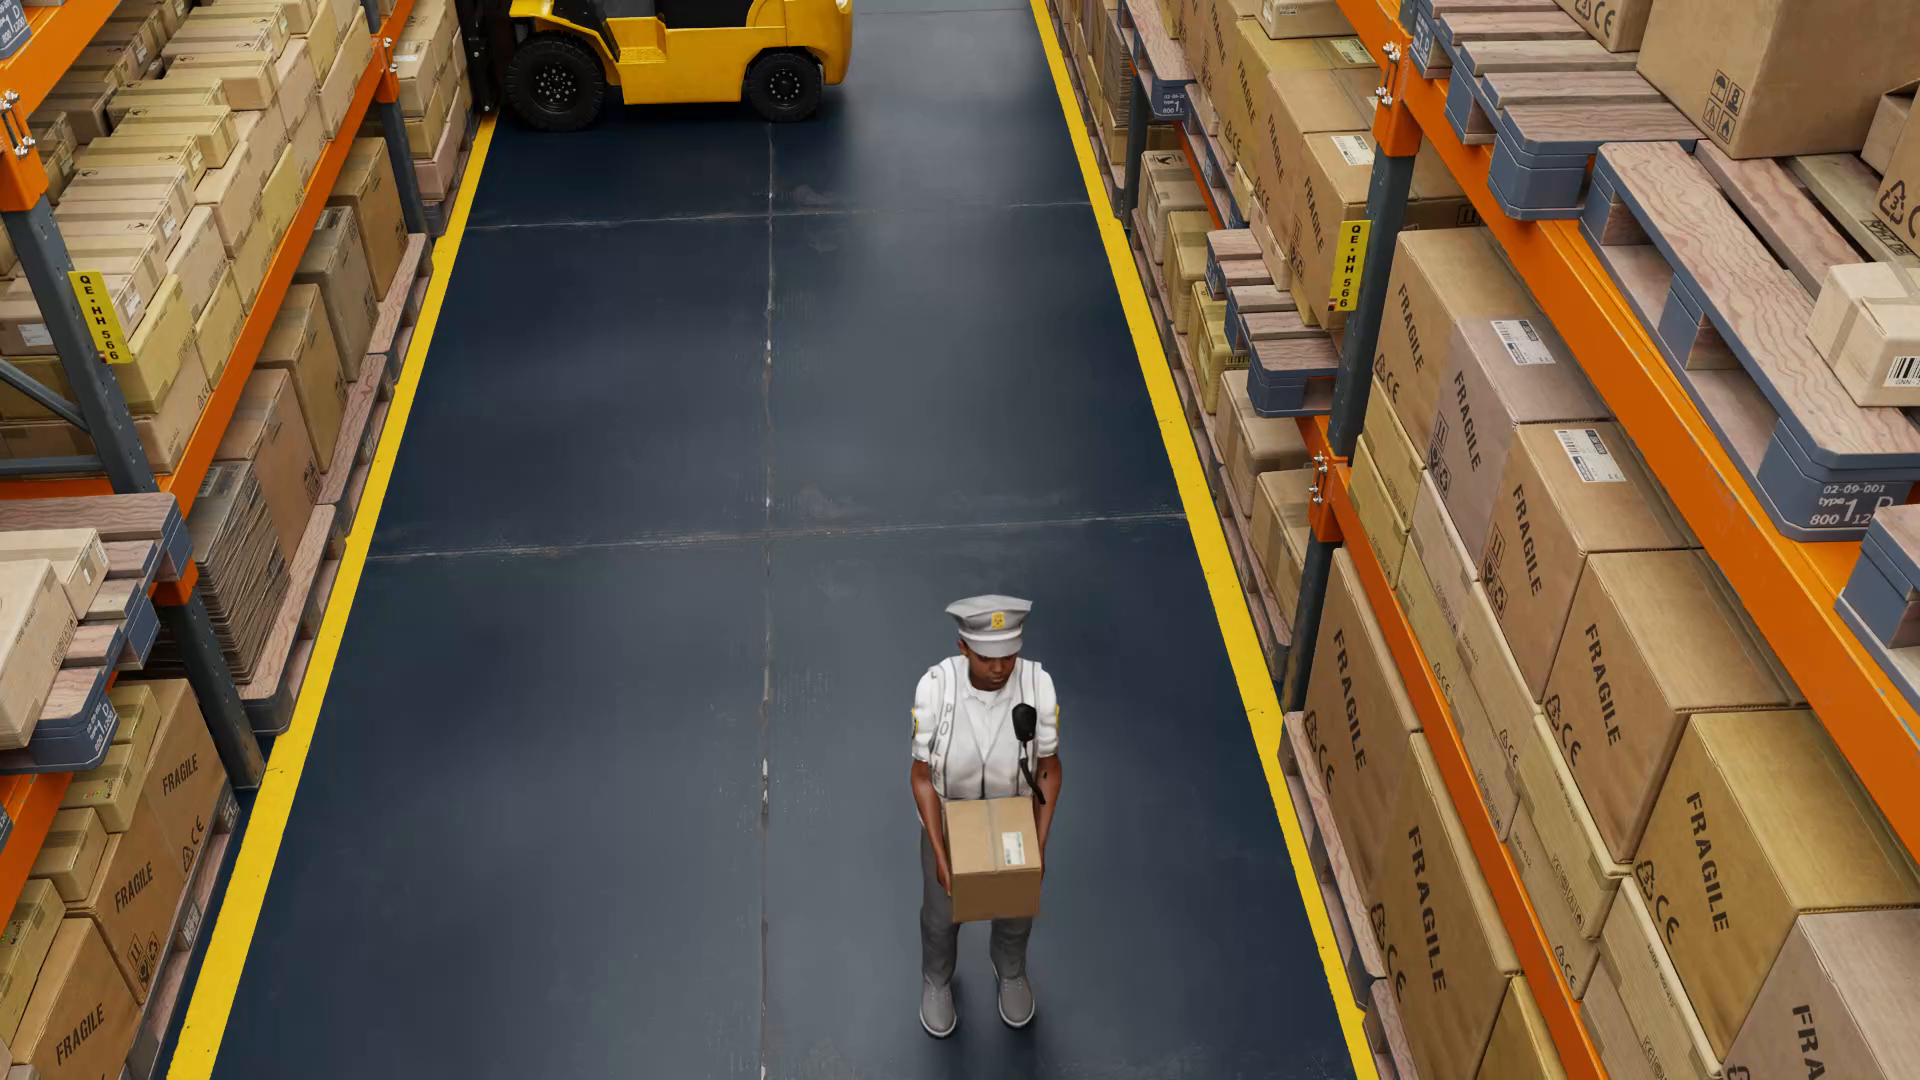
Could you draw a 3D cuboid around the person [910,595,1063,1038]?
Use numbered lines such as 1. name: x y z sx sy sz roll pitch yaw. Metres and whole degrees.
1. person: 0.082 0.890 5.042 0.456 1.694 0.528 -3 39 -4
